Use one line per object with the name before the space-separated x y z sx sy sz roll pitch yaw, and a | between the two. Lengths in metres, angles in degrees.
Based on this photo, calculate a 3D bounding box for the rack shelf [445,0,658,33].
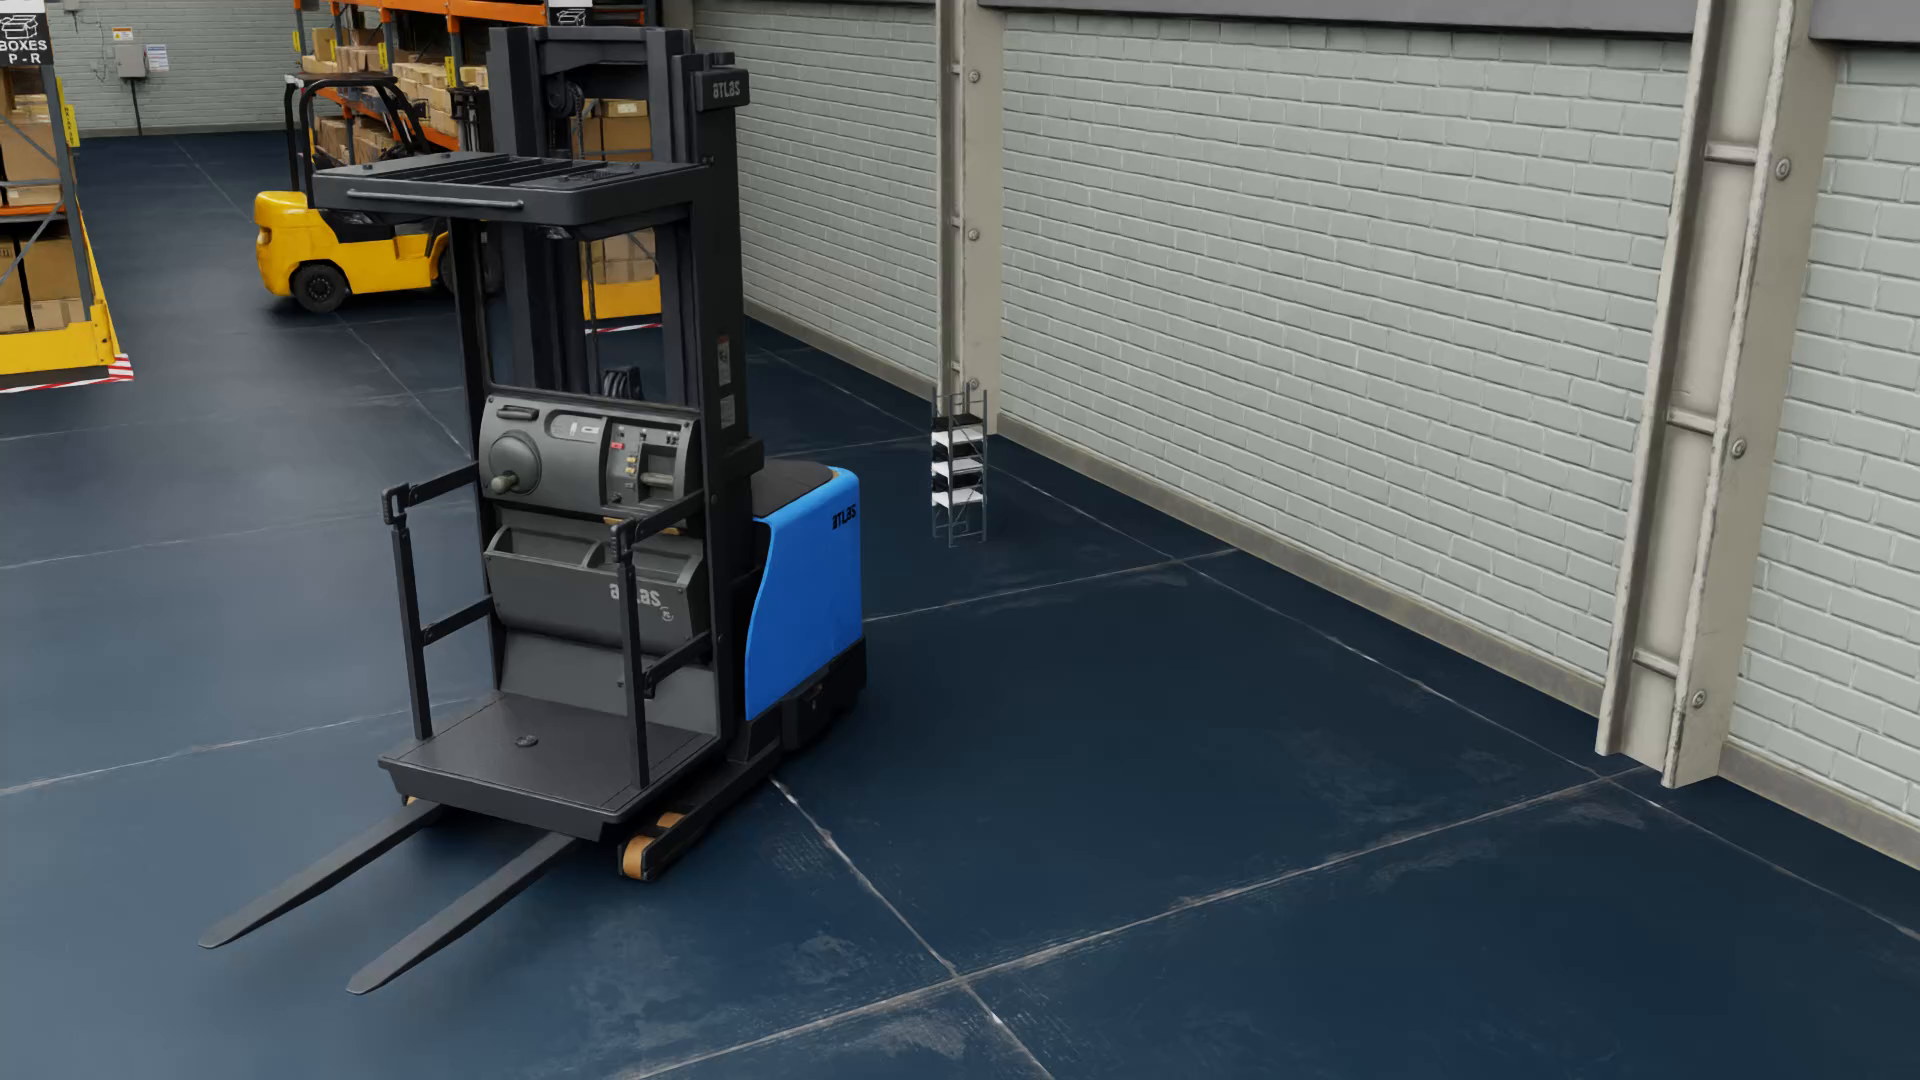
rack shelf | -4.198 -5.249 16.749 1.077 0.370 4.000 -10 21 -27

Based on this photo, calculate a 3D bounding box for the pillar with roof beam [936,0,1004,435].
pillar with roof beam | -3.725 -4.383 8.538 9.100 9.000 0.400 -10 21 -27

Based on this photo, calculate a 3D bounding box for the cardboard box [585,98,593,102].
cardboard box | -3.604 -4.162 15.489 0.380 0.149 0.250 -10 21 -27

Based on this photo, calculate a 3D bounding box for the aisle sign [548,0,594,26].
aisle sign | -3.475 -4.761 14.846 0.394 0.787 0.004 -10 21 -27

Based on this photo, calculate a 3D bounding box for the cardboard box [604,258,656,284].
cardboard box | -3.309 -2.667 16.333 0.500 0.250 0.500 -10 21 -26

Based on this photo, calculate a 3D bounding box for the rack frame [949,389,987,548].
rack frame | 0.044 -0.399 9.407 0.240 0.900 0.006 -10 21 -27

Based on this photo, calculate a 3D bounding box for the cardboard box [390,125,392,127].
cardboard box | -8.518 -6.304 25.496 0.380 0.149 0.250 -11 22 -29

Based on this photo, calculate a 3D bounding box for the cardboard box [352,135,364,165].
cardboard box | -8.915 -5.885 25.276 0.500 0.500 0.500 -9 21 -24

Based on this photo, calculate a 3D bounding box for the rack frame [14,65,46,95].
rack frame | -9.514 -3.975 16.553 1.000 3.000 0.127 -10 21 -27

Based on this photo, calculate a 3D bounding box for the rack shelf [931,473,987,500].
rack shelf | -0.004 -0.311 9.532 0.258 0.077 0.200 -10 21 -27

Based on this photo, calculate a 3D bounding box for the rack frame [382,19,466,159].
rack frame | -7.047 -5.893 22.112 1.000 3.000 0.127 -10 21 -27

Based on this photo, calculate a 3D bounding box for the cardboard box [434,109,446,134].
cardboard box | -5.861 -4.922 19.526 0.500 0.250 0.500 -10 21 -27

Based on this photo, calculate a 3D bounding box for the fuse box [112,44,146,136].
fuse box | -15.993 -8.710 32.248 0.539 1.711 0.414 -10 21 -27

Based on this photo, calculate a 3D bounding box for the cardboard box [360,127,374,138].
cardboard box | -8.811 -6.153 25.060 0.380 0.149 0.250 -11 22 -28

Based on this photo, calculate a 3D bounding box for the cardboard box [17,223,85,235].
cardboard box | -8.018 -2.511 14.731 0.500 0.500 0.500 -11 22 -29

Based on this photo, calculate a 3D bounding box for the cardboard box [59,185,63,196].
cardboard box | -7.781 -2.997 14.103 0.380 0.149 0.250 -11 22 -28

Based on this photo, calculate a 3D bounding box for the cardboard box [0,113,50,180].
cardboard box | -7.844 -3.342 14.109 0.500 0.500 0.500 -9 21 -25

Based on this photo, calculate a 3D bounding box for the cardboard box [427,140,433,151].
cardboard box | -7.311 -5.554 23.323 0.380 0.149 0.250 -10 21 -26

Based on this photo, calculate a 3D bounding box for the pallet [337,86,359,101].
pallet | -8.663 -6.705 24.757 1.003 0.211 1.213 -10 21 -27

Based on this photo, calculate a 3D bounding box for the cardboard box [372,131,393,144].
cardboard box | -8.335 -5.856 24.197 0.380 0.149 0.250 -9 21 -25

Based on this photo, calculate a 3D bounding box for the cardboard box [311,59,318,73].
cardboard box | -10.384 -7.798 27.405 0.500 0.250 0.500 -10 22 -28

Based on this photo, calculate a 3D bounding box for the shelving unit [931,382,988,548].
shelving unit | -0.004 -0.428 9.491 0.258 0.900 0.210 -10 21 -27

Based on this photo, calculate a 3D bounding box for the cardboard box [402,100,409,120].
cardboard box | -6.817 -5.512 21.237 0.500 0.250 0.500 -10 22 -28

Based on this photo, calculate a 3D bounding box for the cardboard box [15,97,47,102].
cardboard box | -8.834 -3.927 15.805 0.500 0.500 0.500 -9 21 -25

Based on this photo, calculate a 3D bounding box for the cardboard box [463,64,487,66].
cardboard box | -6.245 -5.984 21.227 0.380 0.149 0.250 -10 22 -28

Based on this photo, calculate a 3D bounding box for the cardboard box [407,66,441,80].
cardboard box | -6.747 -5.891 20.957 0.380 0.149 0.250 -10 21 -26

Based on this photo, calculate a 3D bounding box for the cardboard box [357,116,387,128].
cardboard box | -8.845 -6.294 25.012 0.380 0.149 0.250 -11 22 -29

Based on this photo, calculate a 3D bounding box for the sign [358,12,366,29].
sign | -10.348 -8.967 28.759 0.100 0.325 0.005 -10 21 -27

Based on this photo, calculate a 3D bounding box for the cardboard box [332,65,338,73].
cardboard box | -9.403 -7.220 25.730 0.500 0.250 0.500 -9 21 -25

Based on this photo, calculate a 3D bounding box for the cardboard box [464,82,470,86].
cardboard box | -5.228 -4.967 18.279 0.380 0.149 0.250 -10 22 -28

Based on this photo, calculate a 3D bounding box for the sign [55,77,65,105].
sign | -9.040 -4.471 16.662 0.100 0.325 0.005 -10 21 -27

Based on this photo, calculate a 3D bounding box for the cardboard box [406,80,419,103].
cardboard box | -6.582 -5.597 20.716 0.500 0.250 0.500 -11 22 -28

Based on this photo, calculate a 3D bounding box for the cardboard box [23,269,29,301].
cardboard box | -8.954 -2.359 15.442 0.500 0.250 0.500 -10 22 -27

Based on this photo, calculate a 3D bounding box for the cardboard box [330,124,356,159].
cardboard box | -9.774 -6.467 26.963 0.700 0.500 0.500 -11 22 -29

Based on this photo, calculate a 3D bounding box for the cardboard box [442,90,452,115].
cardboard box | -5.606 -5.012 19.021 0.500 0.250 0.500 -10 22 -28

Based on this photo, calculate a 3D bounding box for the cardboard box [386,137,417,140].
cardboard box | -7.833 -5.558 23.335 0.380 0.149 0.250 -9 21 -25

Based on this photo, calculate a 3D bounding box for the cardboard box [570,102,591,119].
cardboard box | -3.659 -4.007 15.497 0.380 0.149 0.250 -10 21 -26

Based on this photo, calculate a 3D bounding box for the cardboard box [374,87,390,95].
cardboard box | -7.697 -6.102 22.459 0.380 0.149 0.250 -10 21 -26

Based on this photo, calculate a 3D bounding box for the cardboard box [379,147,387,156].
cardboard box | -7.916 -5.293 23.562 0.500 0.500 0.500 -9 21 -24

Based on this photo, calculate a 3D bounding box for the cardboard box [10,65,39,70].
cardboard box | -9.426 -4.858 16.864 0.380 0.149 0.250 -10 21 -27

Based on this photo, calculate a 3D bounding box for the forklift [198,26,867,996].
forklift | -1.486 -0.305 6.022 1.130 2.935 3.031 8 21 23

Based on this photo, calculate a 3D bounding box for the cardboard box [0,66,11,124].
cardboard box | -8.049 -3.600 13.324 0.700 0.500 0.500 -11 22 -28

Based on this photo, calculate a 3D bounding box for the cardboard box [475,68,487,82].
cardboard box | -5.038 -5.044 18.046 0.380 0.149 0.250 -10 21 -26

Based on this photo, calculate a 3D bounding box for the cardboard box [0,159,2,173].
cardboard box | -8.583 -3.417 14.325 0.500 0.500 0.500 -10 21 -27

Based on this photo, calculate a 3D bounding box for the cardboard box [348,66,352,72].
cardboard box | -8.624 -6.718 24.065 0.396 0.266 0.258 -9 21 -24

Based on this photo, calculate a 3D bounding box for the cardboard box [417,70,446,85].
cardboard box | -6.332 -5.589 20.082 0.380 0.149 0.250 -11 22 -28

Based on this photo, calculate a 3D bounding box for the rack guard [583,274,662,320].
rack guard | -3.237 -2.408 15.844 1.175 0.500 0.348 -10 21 -27

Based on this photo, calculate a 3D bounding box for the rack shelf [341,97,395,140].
rack shelf | -7.997 -6.127 23.893 1.077 0.370 4.000 -10 21 -27

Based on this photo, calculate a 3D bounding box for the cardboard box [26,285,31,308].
cardboard box | -8.260 -2.302 15.277 0.500 0.250 0.500 -8 21 -23

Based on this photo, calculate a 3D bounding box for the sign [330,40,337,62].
sign | -9.420 -7.365 25.049 0.100 0.325 0.005 -10 21 -27

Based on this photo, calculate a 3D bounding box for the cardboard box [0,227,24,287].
cardboard box | -8.475 -2.419 14.465 0.500 0.500 0.500 -9 21 -25

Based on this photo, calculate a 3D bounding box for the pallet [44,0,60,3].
pallet | -9.714 -5.498 16.656 1.213 0.211 1.003 -10 21 -27
